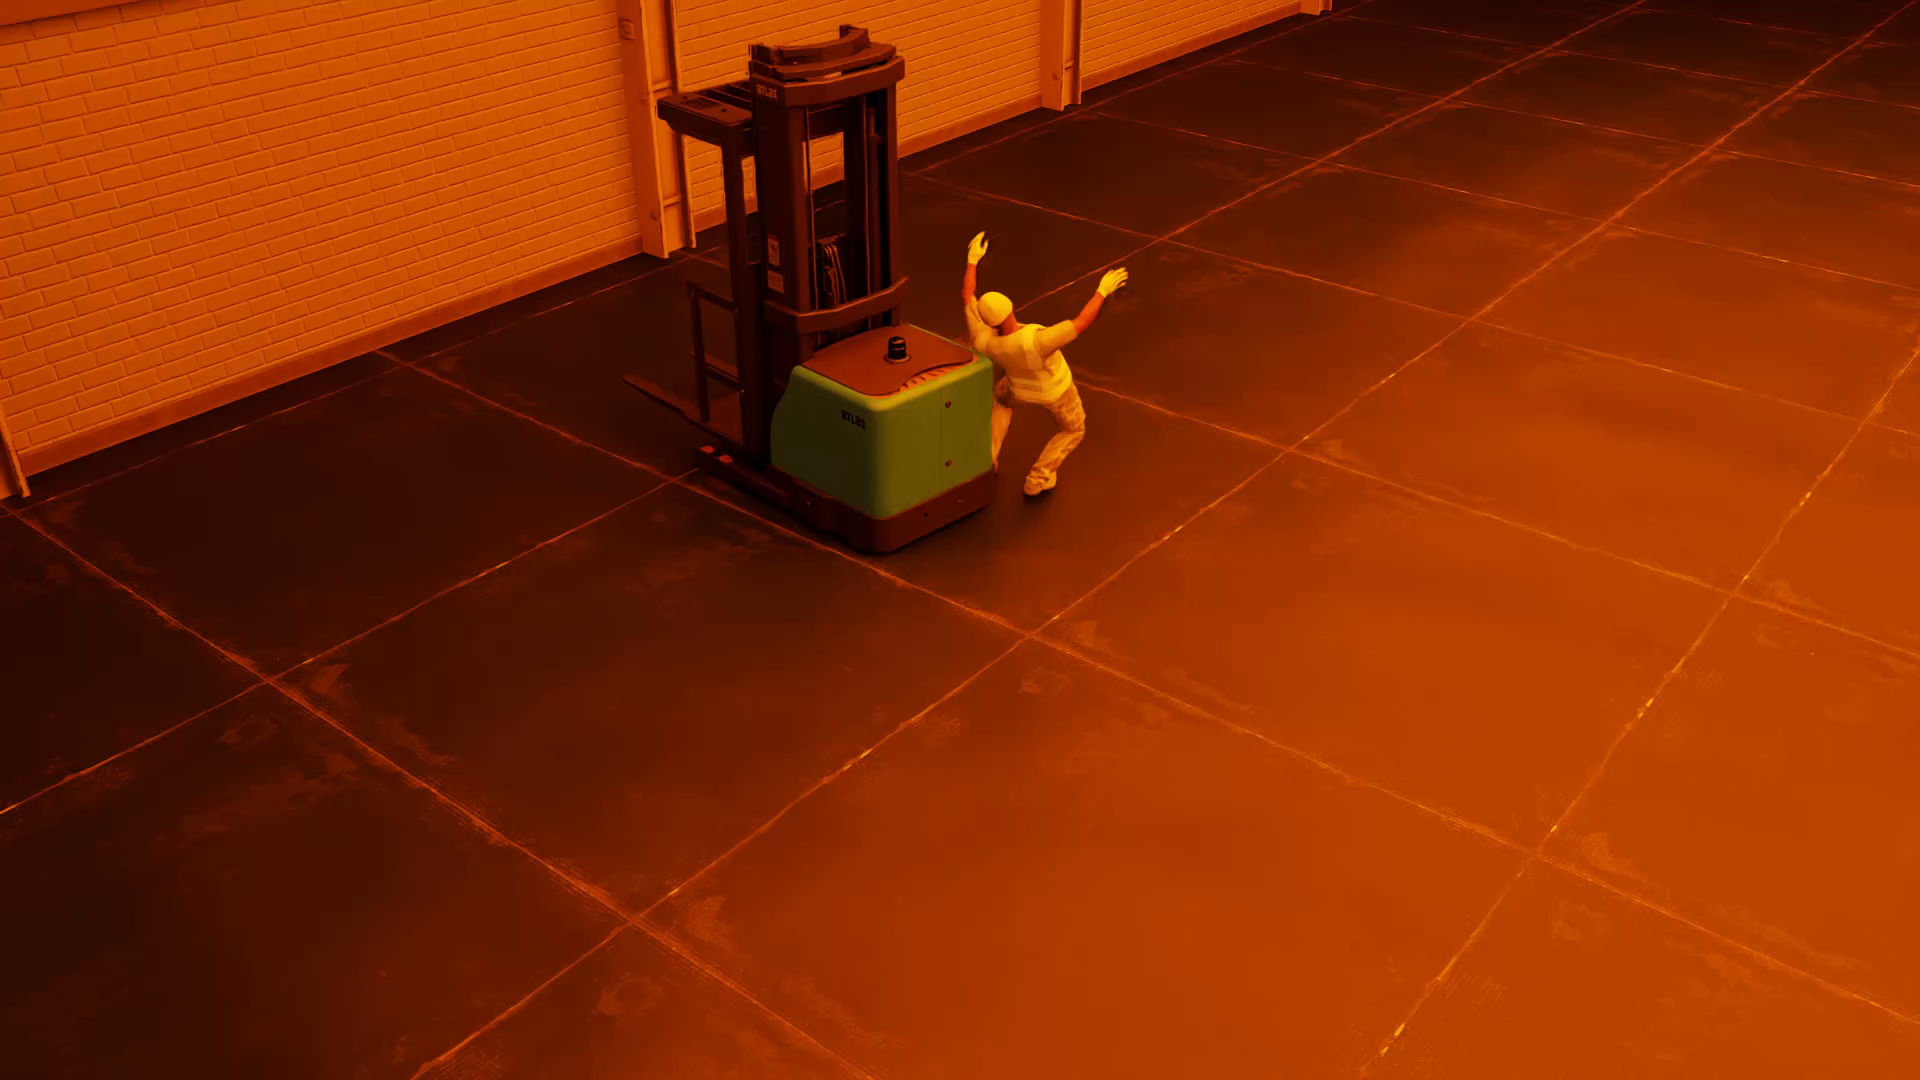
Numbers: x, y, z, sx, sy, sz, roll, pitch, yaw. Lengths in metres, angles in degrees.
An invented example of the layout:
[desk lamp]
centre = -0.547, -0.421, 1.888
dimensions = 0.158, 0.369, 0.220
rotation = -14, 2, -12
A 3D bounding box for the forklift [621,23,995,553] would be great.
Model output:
[forklift]
centre = -1.168, -1.833, 10.732
dimensions = 1.130, 2.935, 3.031
rotation = -26, 39, -37

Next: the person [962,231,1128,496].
[person]
centre = 0.458, -1.053, 10.634
dimensions = 1.032, 1.667, 0.732
rotation = 15, 33, 23
